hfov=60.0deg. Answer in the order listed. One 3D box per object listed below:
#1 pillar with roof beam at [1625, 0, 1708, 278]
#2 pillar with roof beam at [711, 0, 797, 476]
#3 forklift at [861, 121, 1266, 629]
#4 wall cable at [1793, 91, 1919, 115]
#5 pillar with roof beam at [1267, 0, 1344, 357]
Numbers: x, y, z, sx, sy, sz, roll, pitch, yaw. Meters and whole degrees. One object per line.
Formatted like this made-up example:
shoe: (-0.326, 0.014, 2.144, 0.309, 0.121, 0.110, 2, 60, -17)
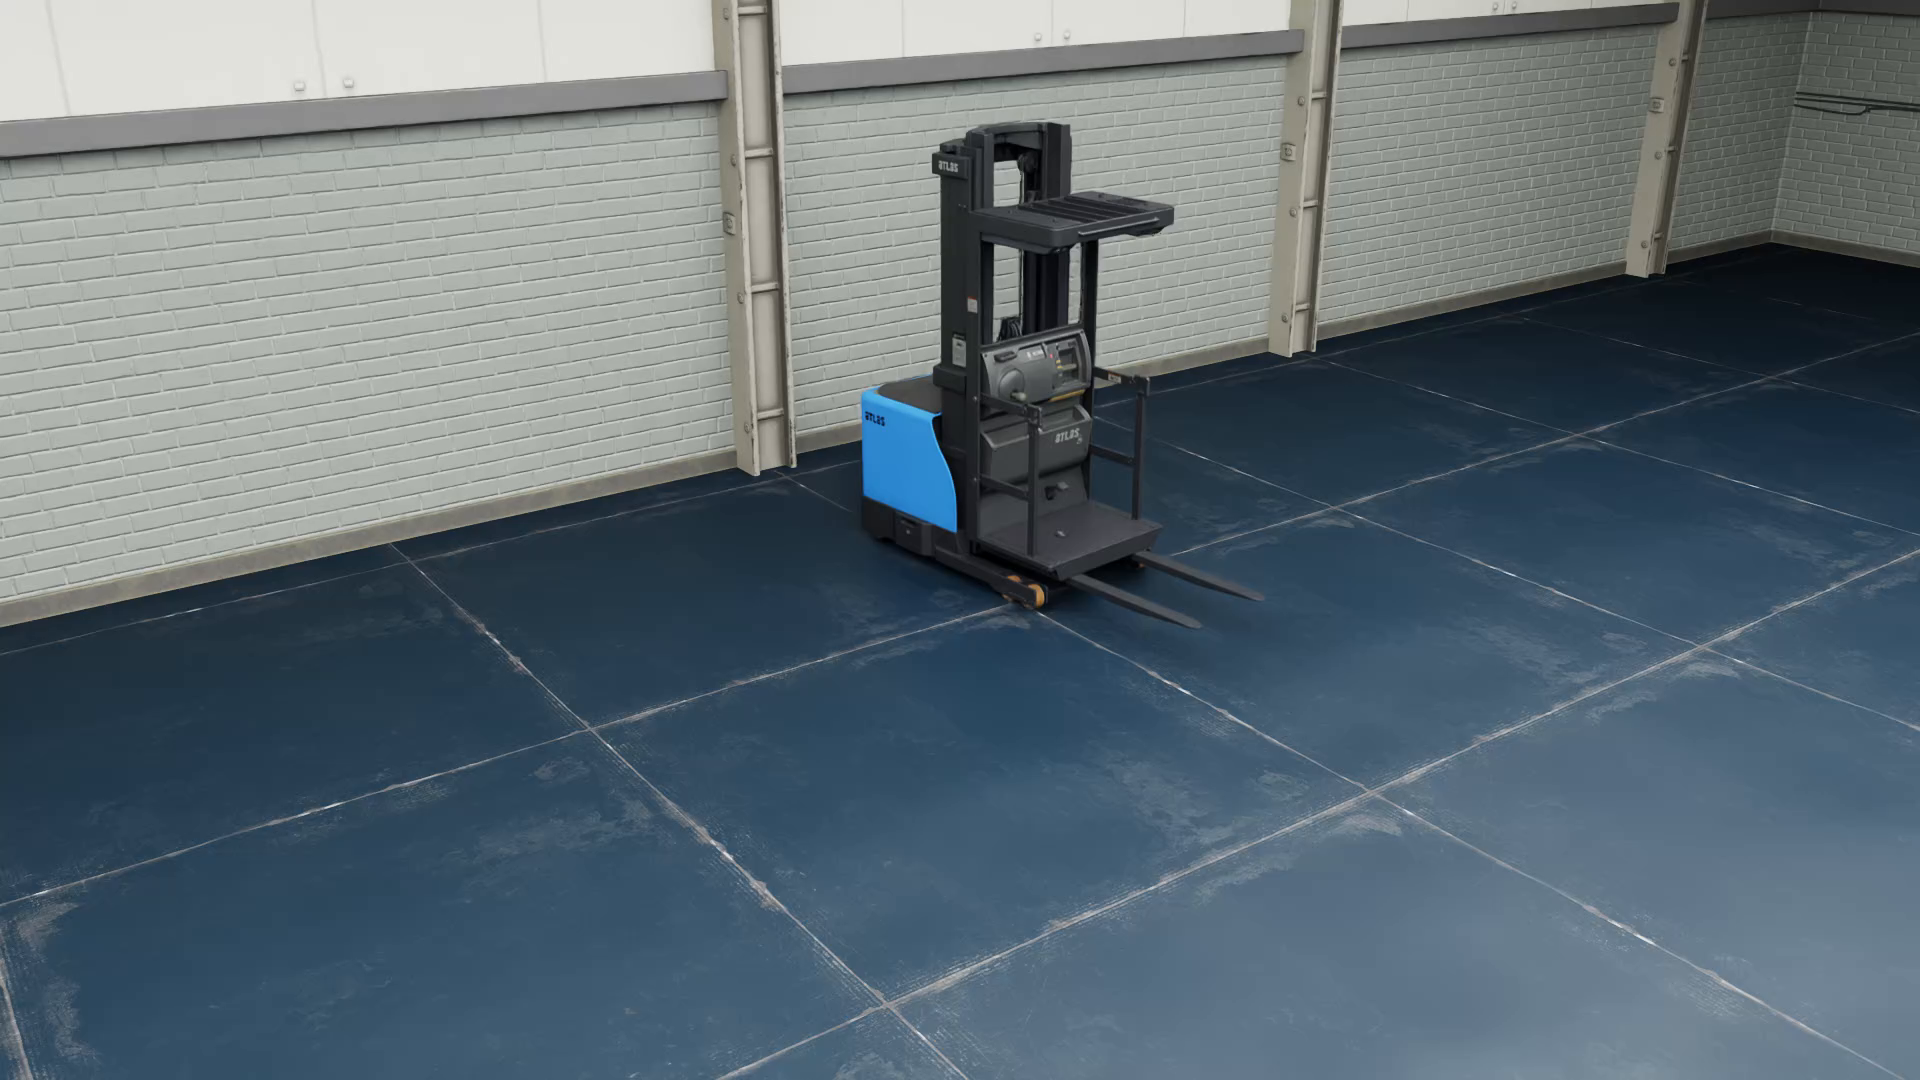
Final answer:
pillar with roof beam: (10.696, -6.076, 14.980, 0.400, 9.000, 9.100, -15, 26, -33)
pillar with roof beam: (0.955, -3.478, 8.471, 0.400, 9.000, 9.100, -15, 26, -33)
forklift: (0.652, -1.123, 10.757, 1.130, 2.935, 3.031, -19, 28, -39)
wall cable: (11.346, -6.168, 19.403, 0.112, 2.526, 3.097, -15, 26, -33)
pillar with roof beam: (5.826, -4.777, 11.726, 0.400, 9.000, 9.100, -15, 26, -33)
